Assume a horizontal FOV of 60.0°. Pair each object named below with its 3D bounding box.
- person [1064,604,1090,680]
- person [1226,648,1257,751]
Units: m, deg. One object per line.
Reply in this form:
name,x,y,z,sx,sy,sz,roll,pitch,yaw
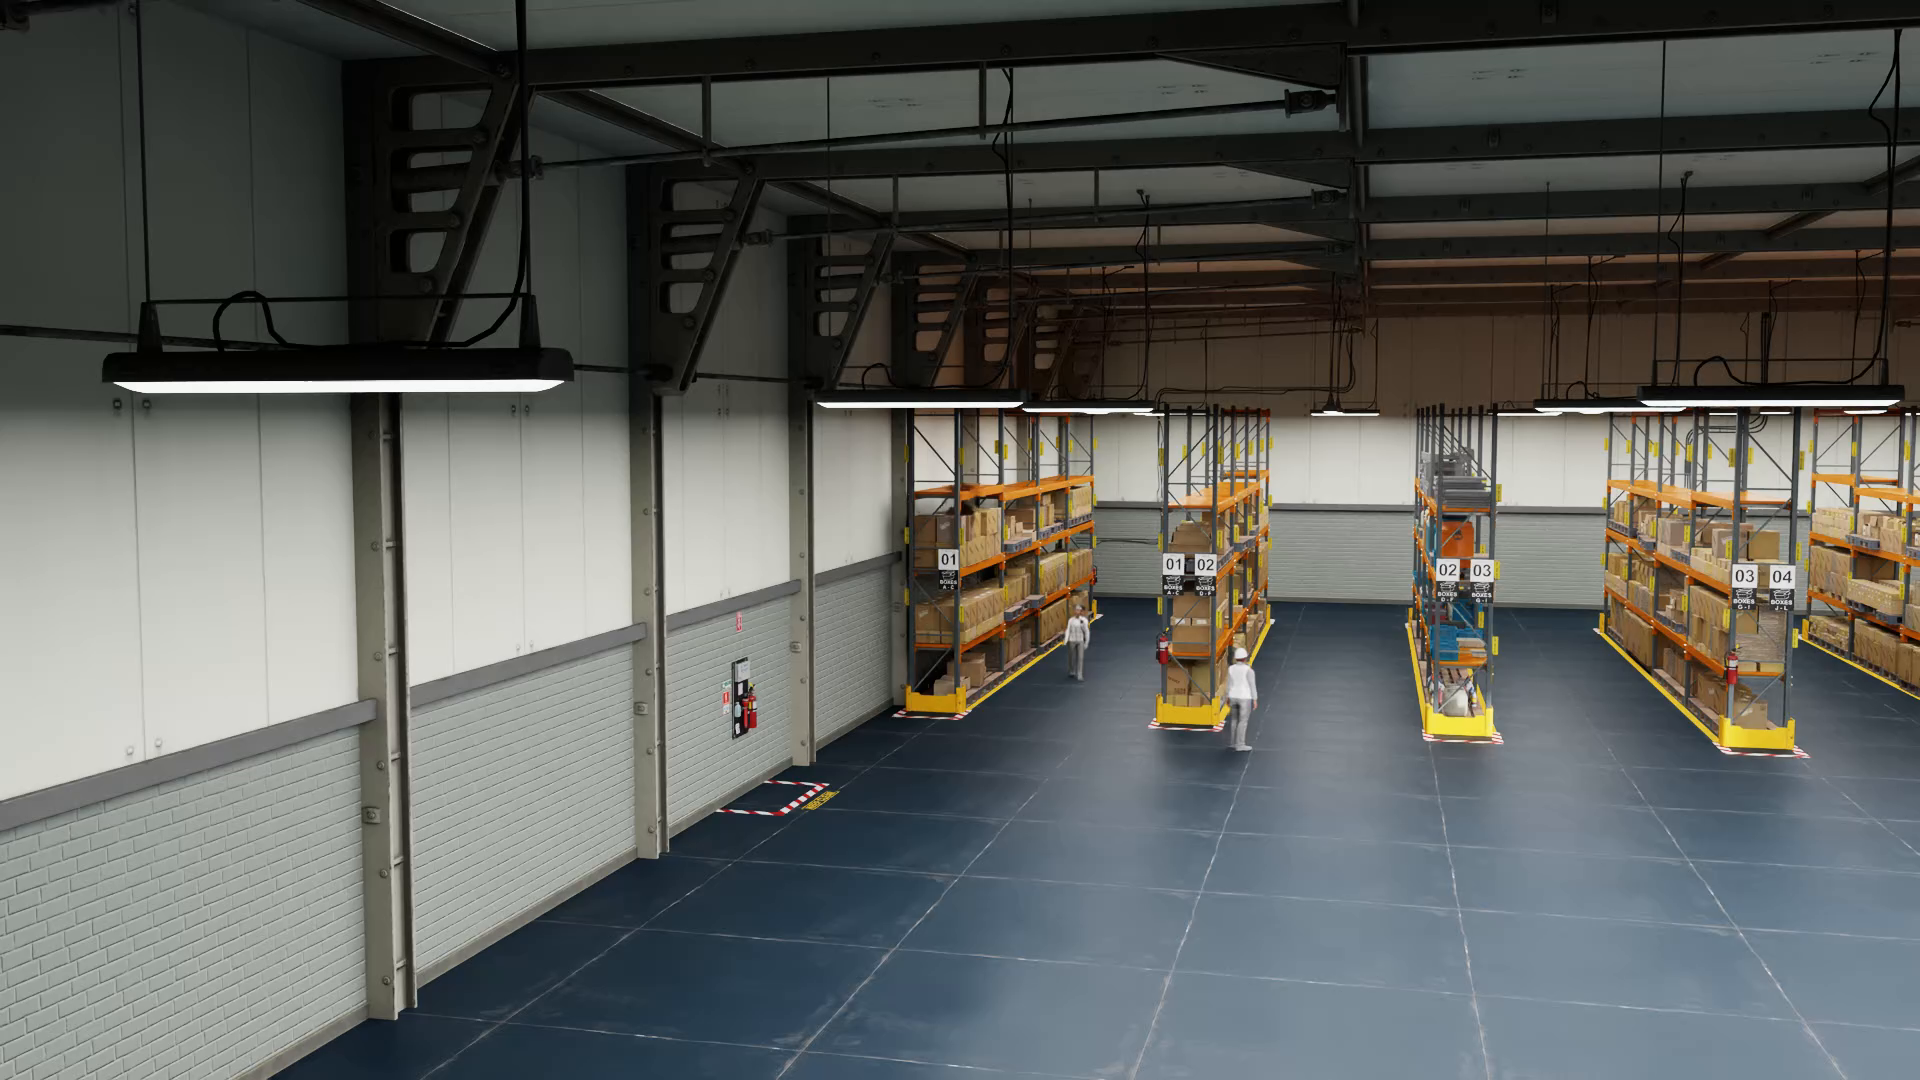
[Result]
person,2.573,2.233,36.578,0.571,1.639,0.960,0,4,1
person,4.909,2.751,28.761,0.595,1.791,0.493,4,6,45
